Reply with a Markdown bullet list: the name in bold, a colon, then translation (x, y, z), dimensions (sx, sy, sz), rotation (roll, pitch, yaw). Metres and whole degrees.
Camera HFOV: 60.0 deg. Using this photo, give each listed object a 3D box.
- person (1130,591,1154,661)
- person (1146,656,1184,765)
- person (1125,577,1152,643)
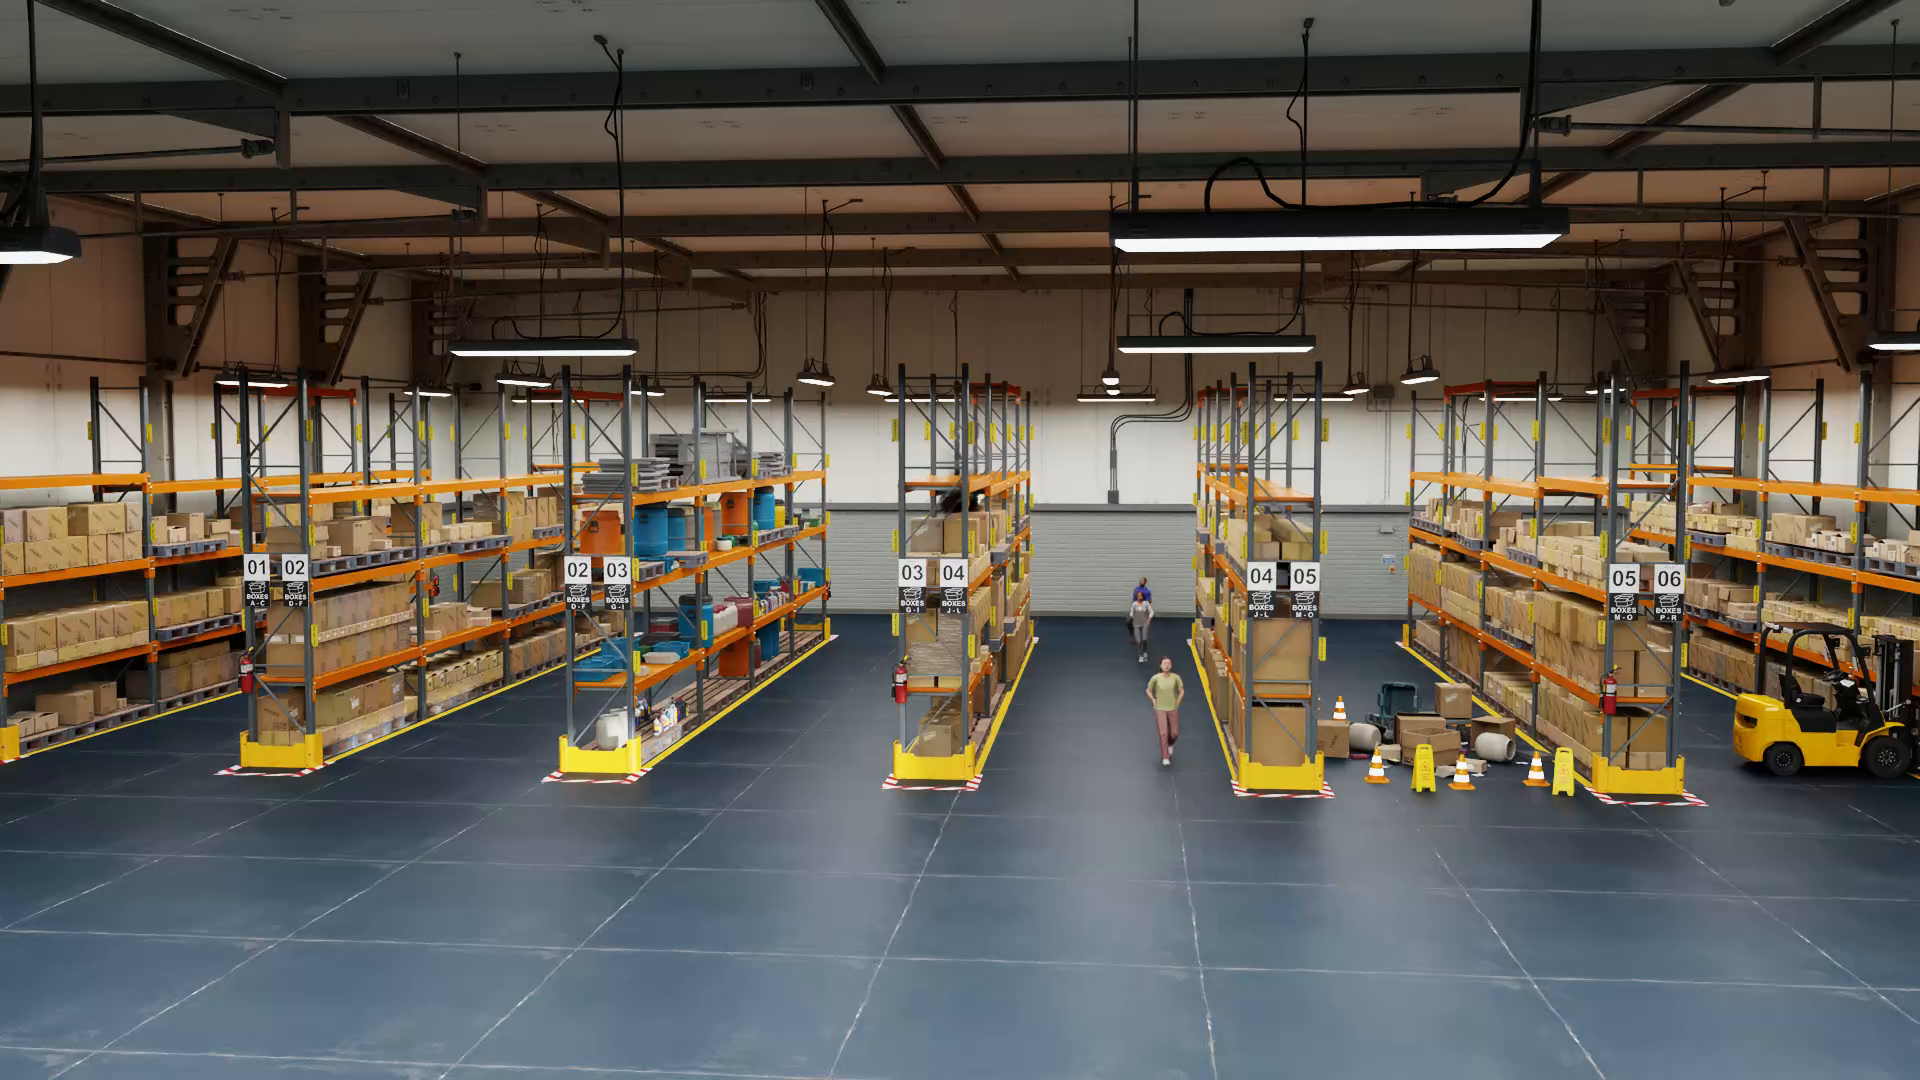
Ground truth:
- **person**: translation (3.943, 1.885, 36.232), dimensions (0.508, 1.558, 0.586), rotation (1, 4, 13)
- **person**: translation (3.116, 2.569, 25.235), dimensions (0.580, 1.619, 0.609), rotation (0, 4, 1)
- **person**: translation (4.257, 1.674, 39.487), dimensions (0.648, 1.589, 0.556), rotation (3, 5, 41)
